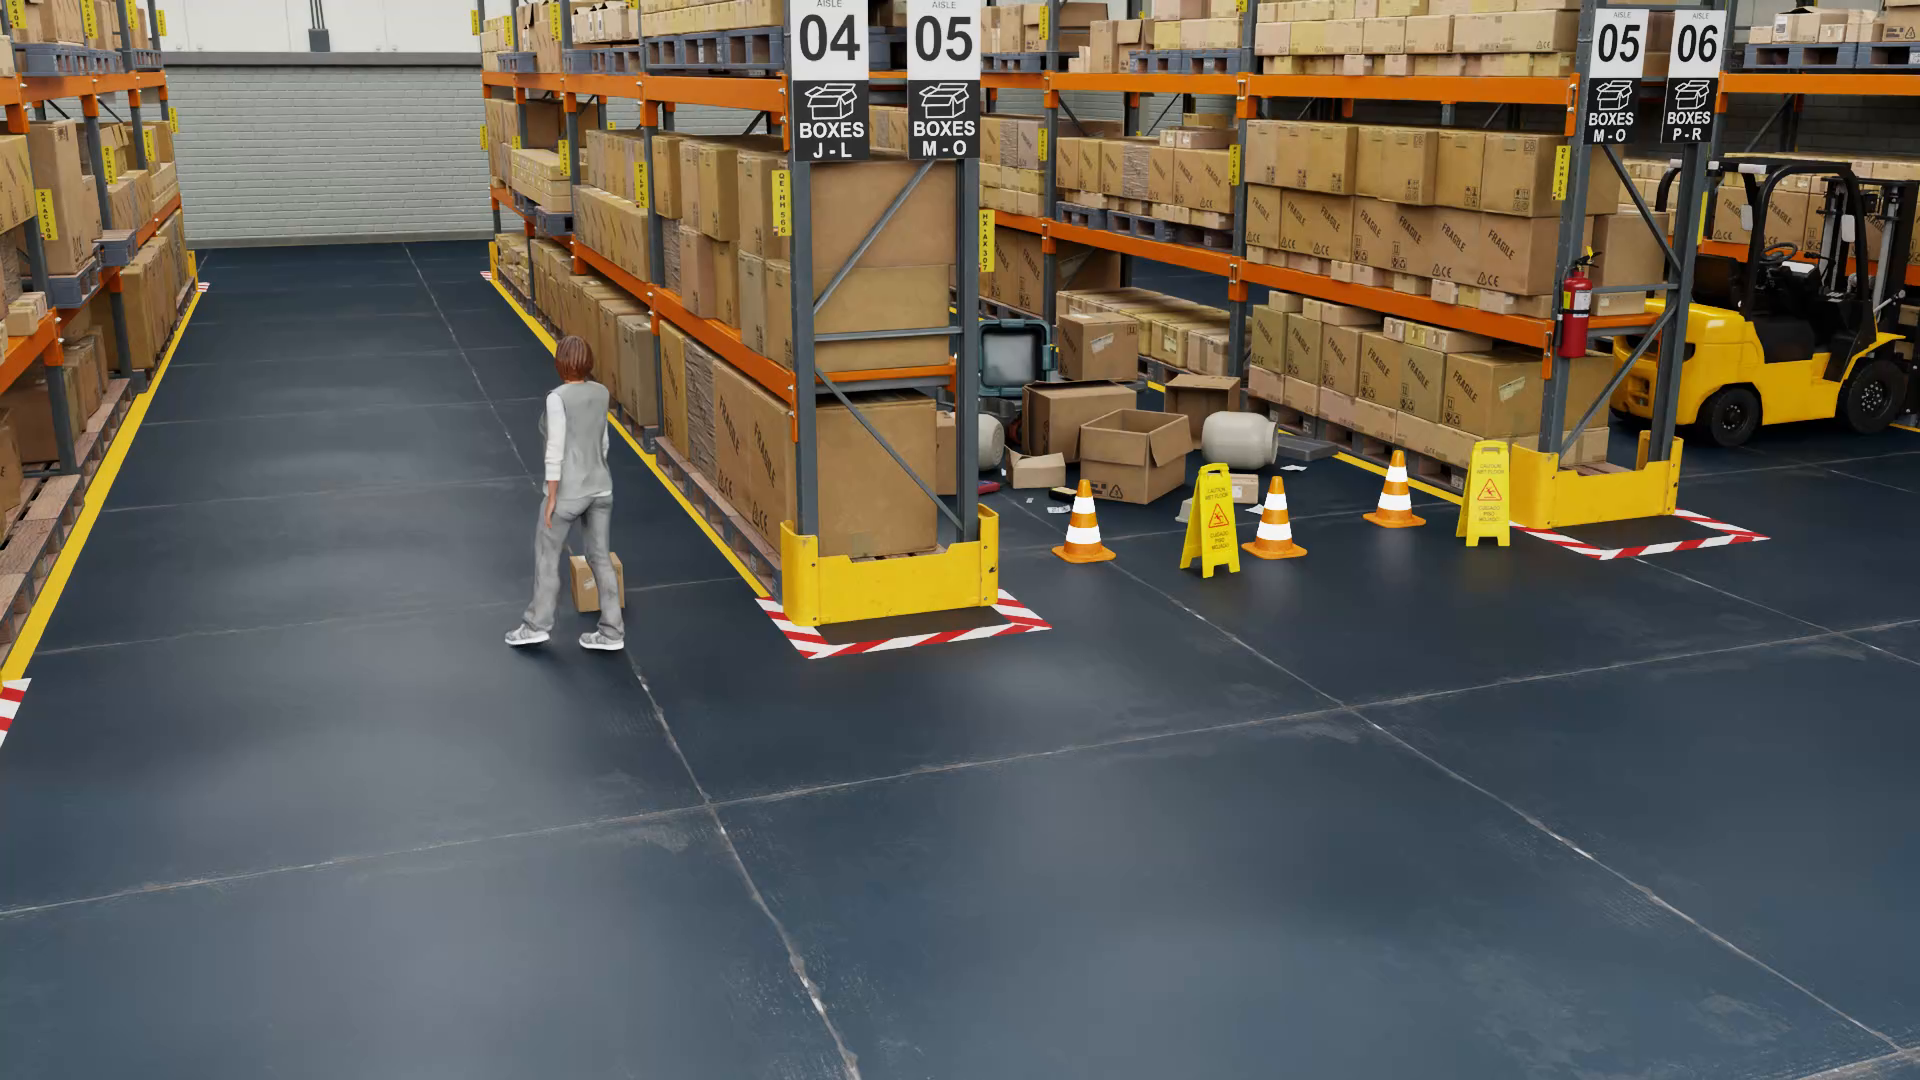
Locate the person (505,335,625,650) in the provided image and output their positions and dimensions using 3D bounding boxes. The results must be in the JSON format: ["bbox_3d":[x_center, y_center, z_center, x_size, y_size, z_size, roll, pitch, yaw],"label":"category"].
[{"bbox_3d":[-1.969,-0.234,8.322,0.636,1.590,0.459,12,20,36],"label":"person"}]
